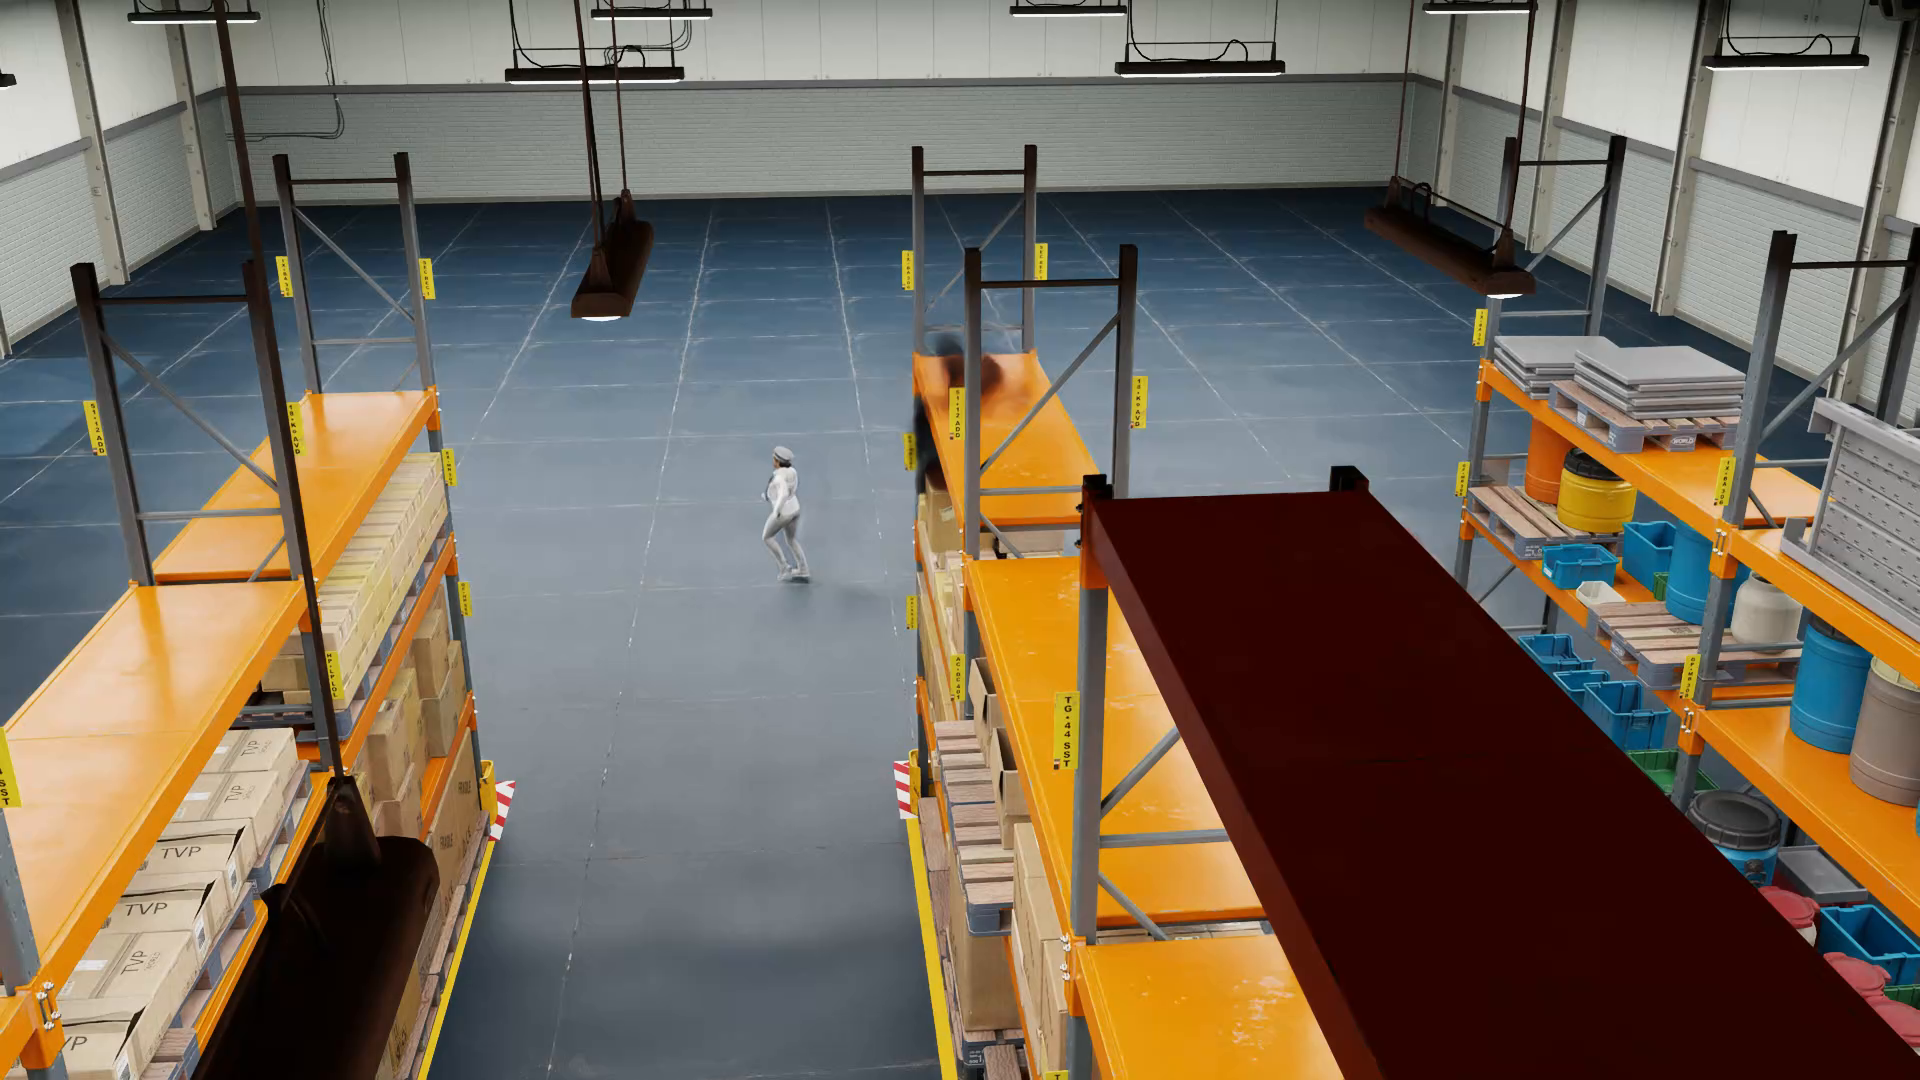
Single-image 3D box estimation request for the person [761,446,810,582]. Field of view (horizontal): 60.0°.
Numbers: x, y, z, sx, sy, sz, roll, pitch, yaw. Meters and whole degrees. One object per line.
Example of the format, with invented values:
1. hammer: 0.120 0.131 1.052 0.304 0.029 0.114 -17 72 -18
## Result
1. person: -2.163 -0.305 20.163 0.664 1.711 0.634 11 24 25
